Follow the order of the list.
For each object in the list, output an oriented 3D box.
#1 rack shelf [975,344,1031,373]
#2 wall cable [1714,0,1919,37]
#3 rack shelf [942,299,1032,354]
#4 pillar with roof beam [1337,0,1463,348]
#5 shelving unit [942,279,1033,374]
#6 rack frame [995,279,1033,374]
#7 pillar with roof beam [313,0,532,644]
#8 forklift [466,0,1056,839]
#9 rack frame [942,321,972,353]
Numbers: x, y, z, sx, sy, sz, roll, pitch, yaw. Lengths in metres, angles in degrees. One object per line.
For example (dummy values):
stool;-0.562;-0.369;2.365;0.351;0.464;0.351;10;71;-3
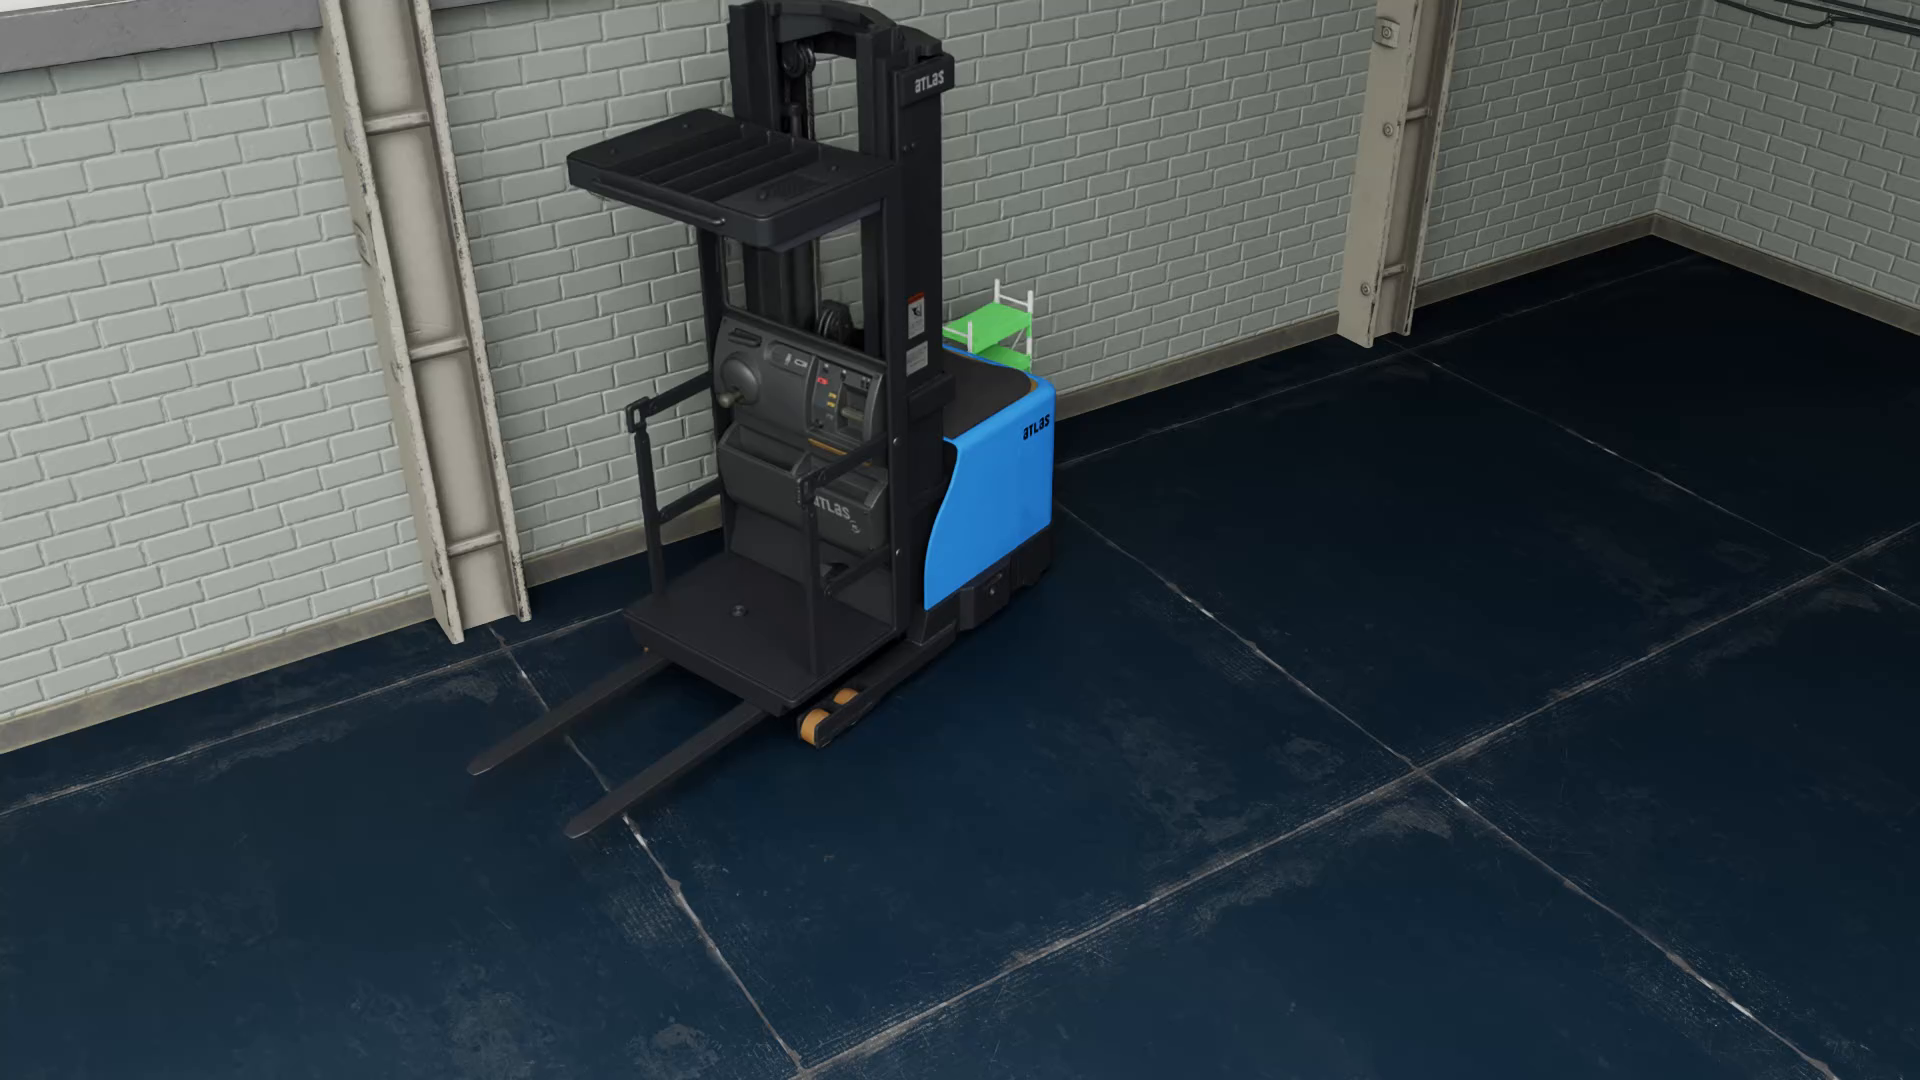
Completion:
rack shelf;0.122;-0.857;8.654;0.258;0.148;0.480;24;39;33
wall cable;5.895;-4.112;9.744;0.112;2.526;3.097;-19;37;-27
rack shelf;0.122;-1.060;8.526;0.258;0.148;0.480;24;39;33
pillar with roof beam;5.034;-3.236;5.445;0.400;9.000;9.100;-19;37;-27
shelving unit;0.122;-0.708;8.748;0.258;1.200;0.503;24;39;33
rack frame;0.278;-0.808;8.906;0.240;1.200;0.015;24;39;33
pillar with roof beam;-0.009;-1.501;2.696;0.400;9.000;9.100;-19;37;-27
forklift;-0.834;-0.630;7.002;1.130;2.935;3.031;23;39;32
rack frame;-0.035;-0.608;8.589;0.240;1.200;0.015;24;39;33
